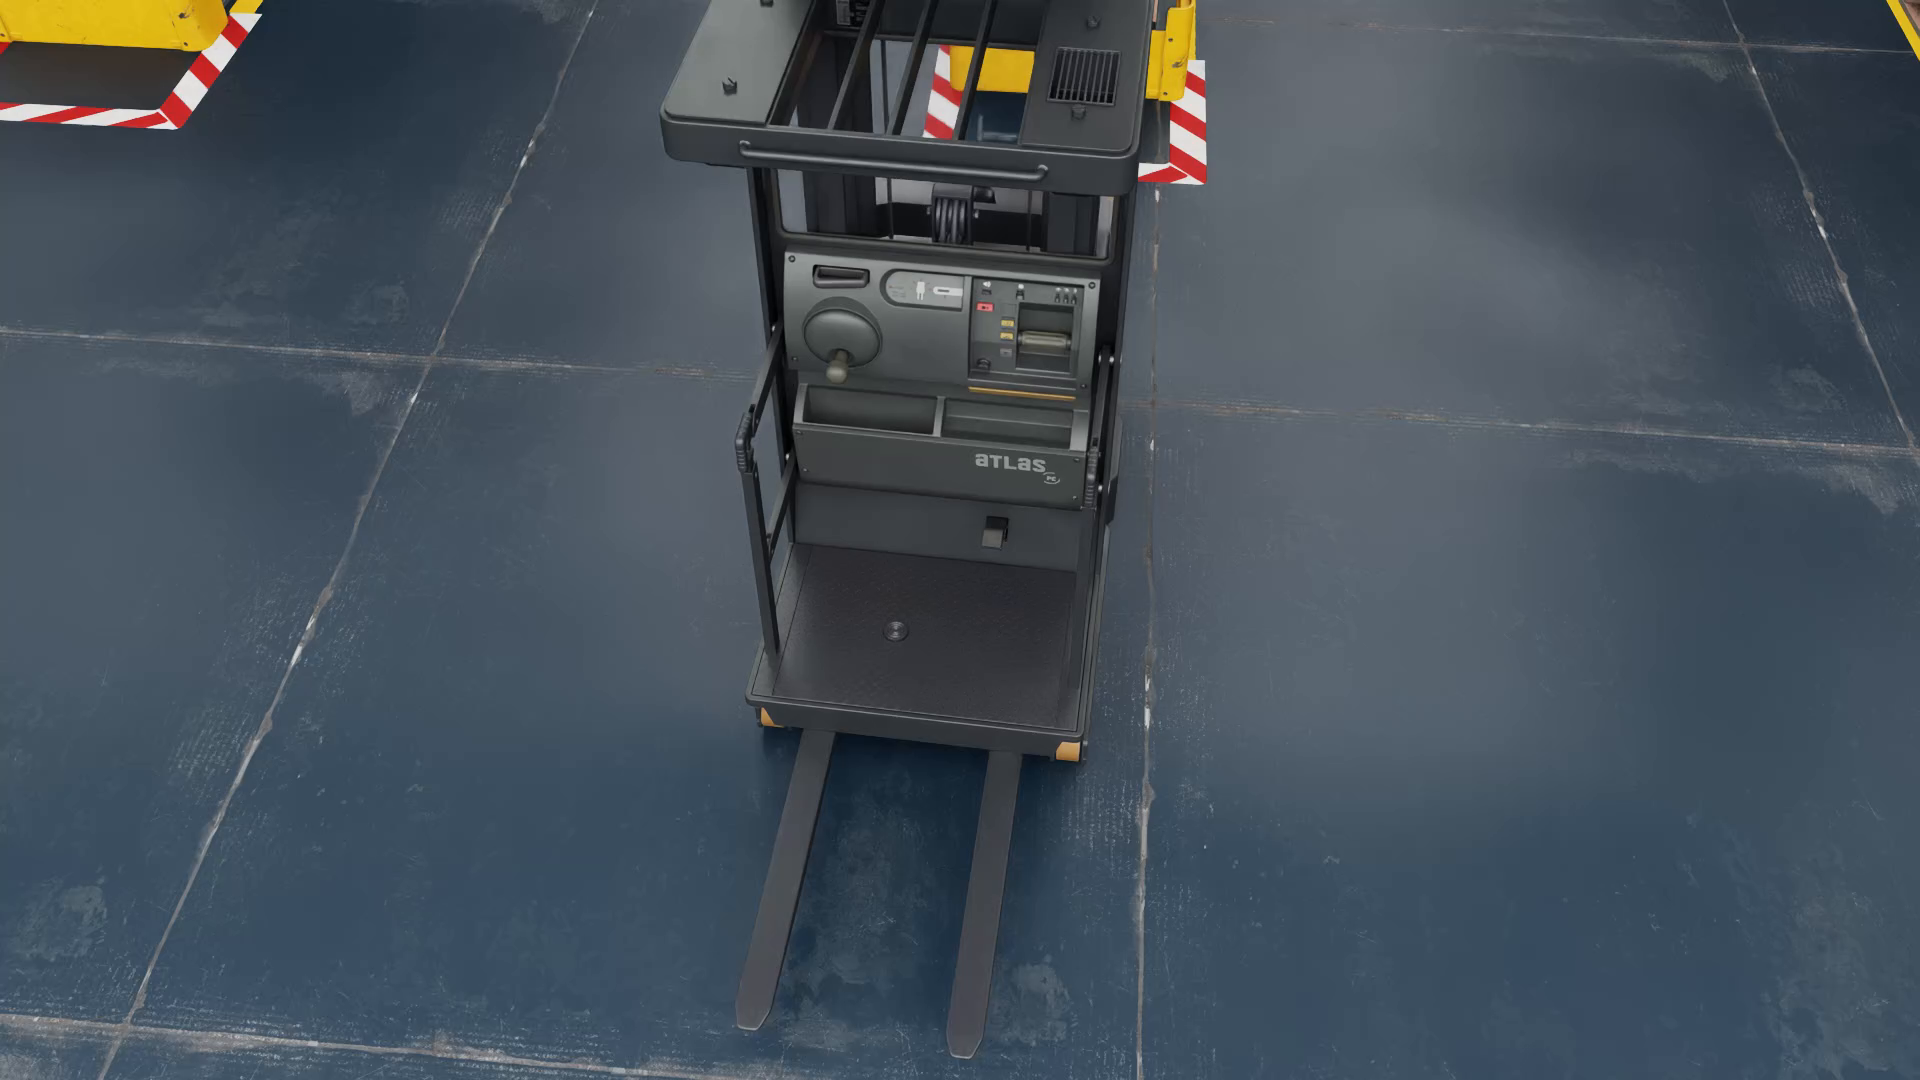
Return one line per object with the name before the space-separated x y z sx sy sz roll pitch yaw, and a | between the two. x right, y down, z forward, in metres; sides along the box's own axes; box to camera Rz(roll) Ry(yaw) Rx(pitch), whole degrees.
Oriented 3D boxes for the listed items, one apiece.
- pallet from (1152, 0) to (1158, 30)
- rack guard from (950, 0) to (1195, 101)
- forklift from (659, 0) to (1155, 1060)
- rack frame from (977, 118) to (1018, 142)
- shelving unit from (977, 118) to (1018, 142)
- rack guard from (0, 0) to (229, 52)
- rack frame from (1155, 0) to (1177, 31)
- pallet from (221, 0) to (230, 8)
pallet | 0.652 -3.002 8.853 1.003 0.211 1.213 4 48 4
rack guard | 0.543 -2.505 8.202 1.175 0.500 0.348 4 48 4
forklift | -0.087 -0.535 4.753 1.130 2.935 3.031 6 48 5
rack frame | 0.163 -1.211 6.647 0.200 1.050 0.008 6 45 6
shelving unit | 0.145 -1.127 6.561 0.215 1.050 0.252 6 45 6
rack guard | -4.436 -2.841 8.510 1.175 0.500 0.348 4 48 4
rack frame | 0.536 -3.293 7.229 1.000 3.000 0.127 4 48 4
pallet | -4.357 -3.340 9.162 1.003 0.211 1.213 4 48 4
